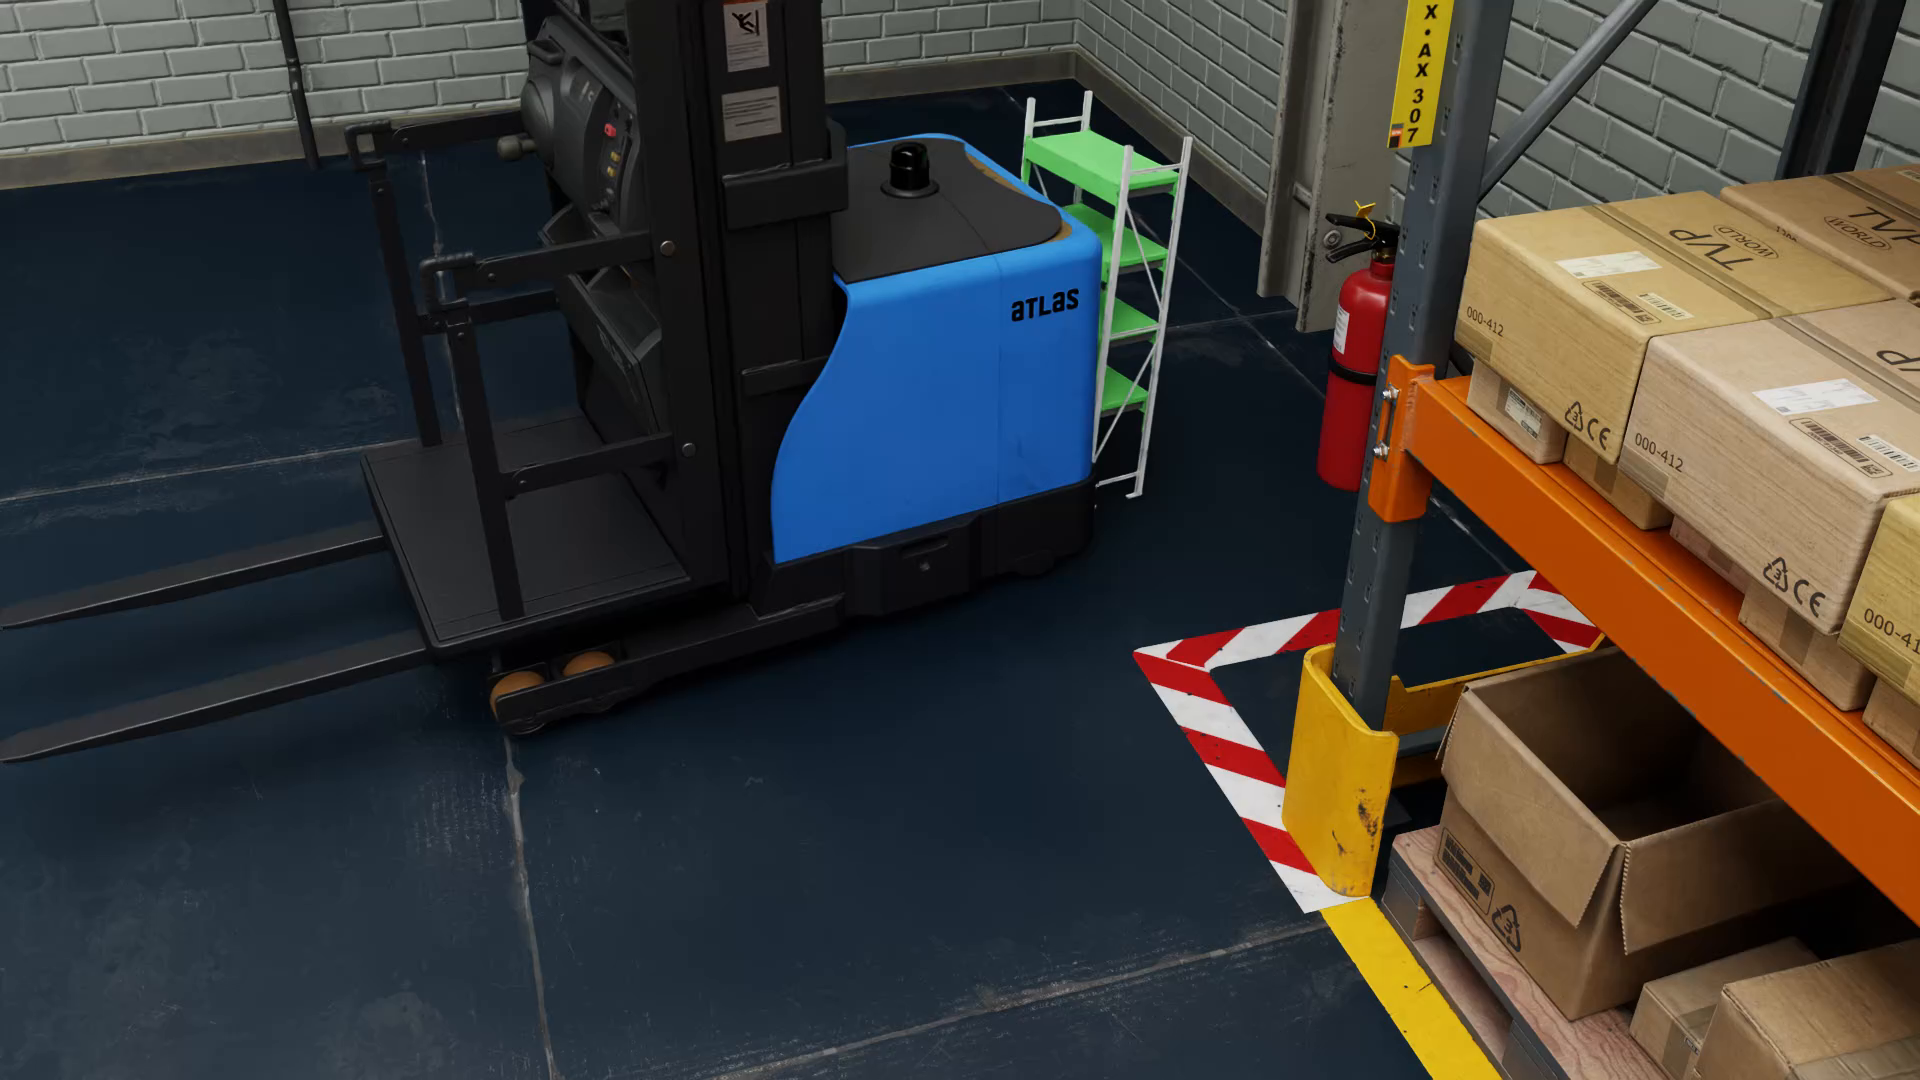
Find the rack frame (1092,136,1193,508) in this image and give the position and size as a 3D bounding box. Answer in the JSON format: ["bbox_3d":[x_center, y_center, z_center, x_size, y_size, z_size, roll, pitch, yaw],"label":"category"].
[{"bbox_3d":[0.534,-0.637,5.109,0.240,1.200,0.015,-15,36,-30],"label":"rack frame"}]

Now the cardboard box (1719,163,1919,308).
[{"bbox_3d":[1.771,-0.483,3.127,0.500,0.250,0.500,-9,35,-13],"label":"cardboard box"}]

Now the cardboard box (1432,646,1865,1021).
[{"bbox_3d":[1.475,0.585,3.528,0.797,0.503,0.637,-11,35,-17],"label":"cardboard box"}]

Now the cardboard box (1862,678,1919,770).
[{"bbox_3d":[1.557,0.244,2.387,0.380,0.149,0.250,-9,35,-14],"label":"cardboard box"}]

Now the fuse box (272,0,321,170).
[{"bbox_3d":[-3.045,-2.478,7.447,0.539,1.711,0.414,-10,35,-15],"label":"fuse box"}]

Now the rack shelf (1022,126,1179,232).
[{"bbox_3d":[0.431,-1.106,5.066,0.258,0.148,0.480,-15,36,-30],"label":"rack shelf"}]

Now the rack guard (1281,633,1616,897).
[{"bbox_3d":[1.401,0.464,4.094,1.175,0.500,0.348,-10,35,-15],"label":"rack guard"}]

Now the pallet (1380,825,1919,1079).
[{"bbox_3d":[1.645,1.003,3.541,1.003,0.211,1.213,-10,35,-15],"label":"pallet"}]

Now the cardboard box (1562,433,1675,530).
[{"bbox_3d":[1.339,-0.169,3.013,0.380,0.149,0.250,-9,35,-14],"label":"cardboard box"}]

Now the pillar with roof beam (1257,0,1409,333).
[{"bbox_3d":[-2.686,-3.965,3.088,9.100,9.000,0.400,-10,35,-15],"label":"pillar with roof beam"}]

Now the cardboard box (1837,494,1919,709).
[{"bbox_3d":[1.572,0.134,2.193,0.500,0.250,0.500,-11,35,-16],"label":"cardboard box"}]

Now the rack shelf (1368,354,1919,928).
[{"bbox_3d":[1.988,0.732,2.075,1.077,0.370,4.000,-10,35,-15],"label":"rack shelf"}]

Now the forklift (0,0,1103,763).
[{"bbox_3d":[-1.142,-1.036,4.159,3.031,2.935,1.130,-15,36,-22],"label":"forklift"}]

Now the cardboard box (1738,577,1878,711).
[{"bbox_3d":[1.471,0.106,2.597,0.380,0.149,0.250,-9,34,-13],"label":"cardboard box"}]

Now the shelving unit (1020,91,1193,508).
[{"bbox_3d":[0.402,-0.750,5.280,0.258,1.200,0.503,-15,36,-30],"label":"shelving unit"}]

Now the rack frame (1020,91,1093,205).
[{"bbox_3d":[0.270,-0.864,5.451,0.240,1.200,0.015,-15,36,-30],"label":"rack frame"}]

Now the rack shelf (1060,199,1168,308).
[{"bbox_3d":[0.414,-0.901,5.189,0.258,0.148,0.480,-15,36,-30],"label":"rack shelf"}]

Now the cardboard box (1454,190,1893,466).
[{"bbox_3d":[1.260,-0.397,2.996,0.500,0.250,0.500,-10,35,-14],"label":"cardboard box"}]

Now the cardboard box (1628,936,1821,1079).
[{"bbox_3d":[1.567,0.962,3.278,0.380,0.149,0.250,-11,35,-17],"label":"cardboard box"}]

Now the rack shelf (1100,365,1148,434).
[{"bbox_3d":[0.381,-0.490,5.436,0.258,0.148,0.480,-15,36,-30],"label":"rack shelf"}]

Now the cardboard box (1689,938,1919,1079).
[{"bbox_3d":[1.698,1.041,2.840,0.700,0.500,0.500,-9,34,-13],"label":"cardboard box"}]

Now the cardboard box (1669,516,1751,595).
[{"bbox_3d":[1.452,-0.037,2.813,0.380,0.149,0.250,-10,35,-15],"label":"cardboard box"}]

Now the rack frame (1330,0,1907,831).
[{"bbox_3d":[1.378,-0.619,3.465,1.000,3.000,0.127,-10,35,-15],"label":"rack frame"}]

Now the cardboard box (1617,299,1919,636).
[{"bbox_3d":[1.414,-0.132,2.595,0.500,0.250,0.500,-10,35,-14],"label":"cardboard box"}]

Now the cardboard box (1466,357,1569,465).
[{"bbox_3d":[1.217,-0.295,3.204,0.380,0.149,0.250,-10,35,-15],"label":"cardboard box"}]

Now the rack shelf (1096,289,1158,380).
[{"bbox_3d":[0.398,-0.696,5.313,0.258,0.148,0.480,-15,36,-30],"label":"rack shelf"}]

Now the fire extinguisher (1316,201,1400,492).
[{"bbox_3d":[0.893,-0.430,3.589,0.296,0.674,0.183,-10,35,-15],"label":"fire extinguisher"}]

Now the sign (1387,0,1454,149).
[{"bbox_3d":[0.861,-0.889,3.089,0.100,0.325,0.005,-10,35,-15],"label":"sign"}]
